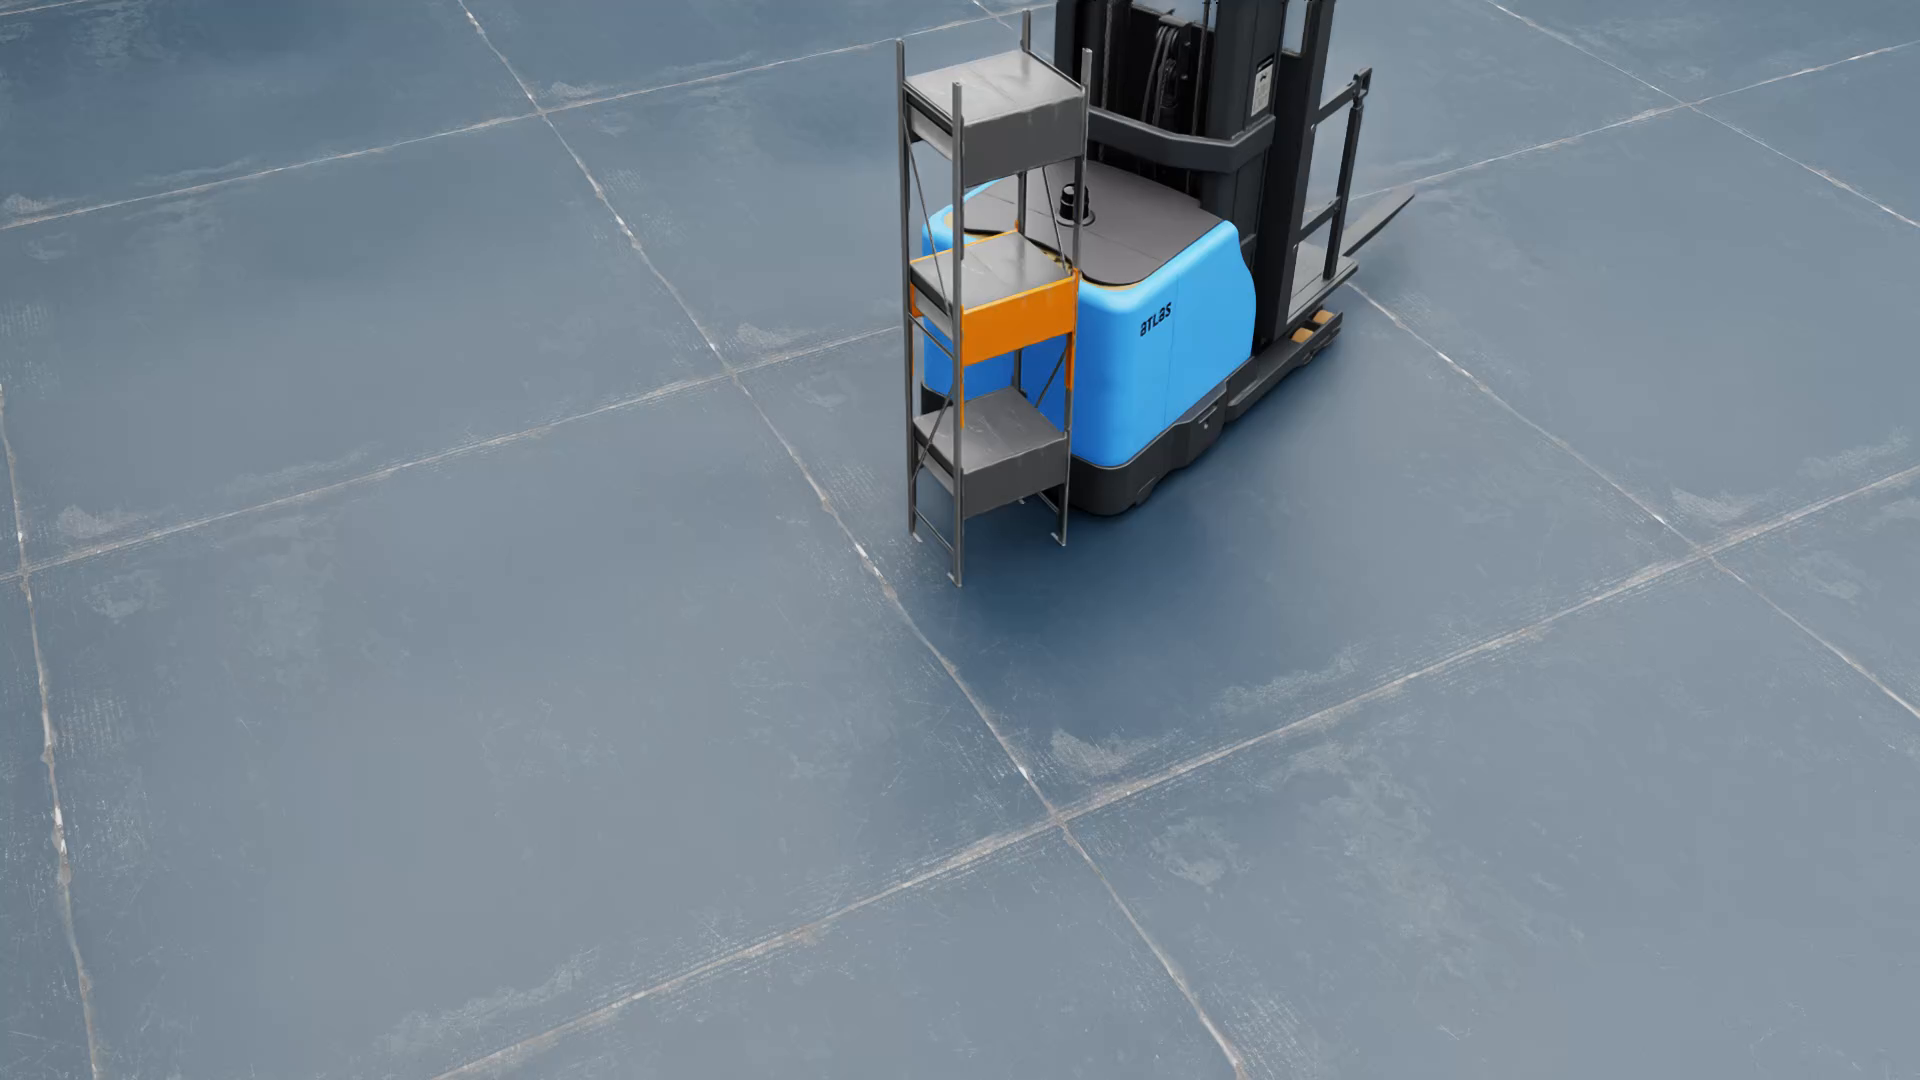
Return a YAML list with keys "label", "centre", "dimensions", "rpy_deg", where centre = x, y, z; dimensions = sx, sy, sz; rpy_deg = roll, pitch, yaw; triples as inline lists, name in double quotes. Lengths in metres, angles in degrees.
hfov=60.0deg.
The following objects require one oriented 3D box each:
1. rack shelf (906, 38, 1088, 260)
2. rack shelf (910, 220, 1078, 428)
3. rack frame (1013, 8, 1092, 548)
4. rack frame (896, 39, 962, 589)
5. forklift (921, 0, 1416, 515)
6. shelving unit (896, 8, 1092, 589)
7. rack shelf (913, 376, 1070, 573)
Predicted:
- label: "rack shelf"
  centre: [0.108, -1.328, 5.631]
  dimensions: [0.480, 0.518, 0.431]
  rpy_deg: [-21, 44, -23]
- label: "rack shelf"
  centre: [0.108, -0.794, 6.083]
  dimensions: [0.480, 0.518, 0.431]
  rpy_deg: [-21, 44, -23]
- label: "rack frame"
  centre: [0.319, -0.884, 6.169]
  dimensions: [0.015, 2.100, 0.400]
  rpy_deg: [-21, 44, -23]
- label: "rack frame"
  centre: [-0.102, -0.724, 5.980]
  dimensions: [0.015, 2.100, 0.400]
  rpy_deg: [-21, 44, -23]
- label: "forklift"
  centre: [1.139, -2.113, 6.977]
  dimensions: [1.130, 2.935, 3.031]
  rpy_deg: [27, 47, 28]
- label: "shelving unit"
  centre: [0.108, -0.804, 6.075]
  dimensions: [0.503, 2.100, 0.431]
  rpy_deg: [-21, 44, -23]
- label: "rack shelf"
  centre: [0.108, -0.259, 6.536]
  dimensions: [0.480, 0.518, 0.431]
  rpy_deg: [-21, 44, -23]
